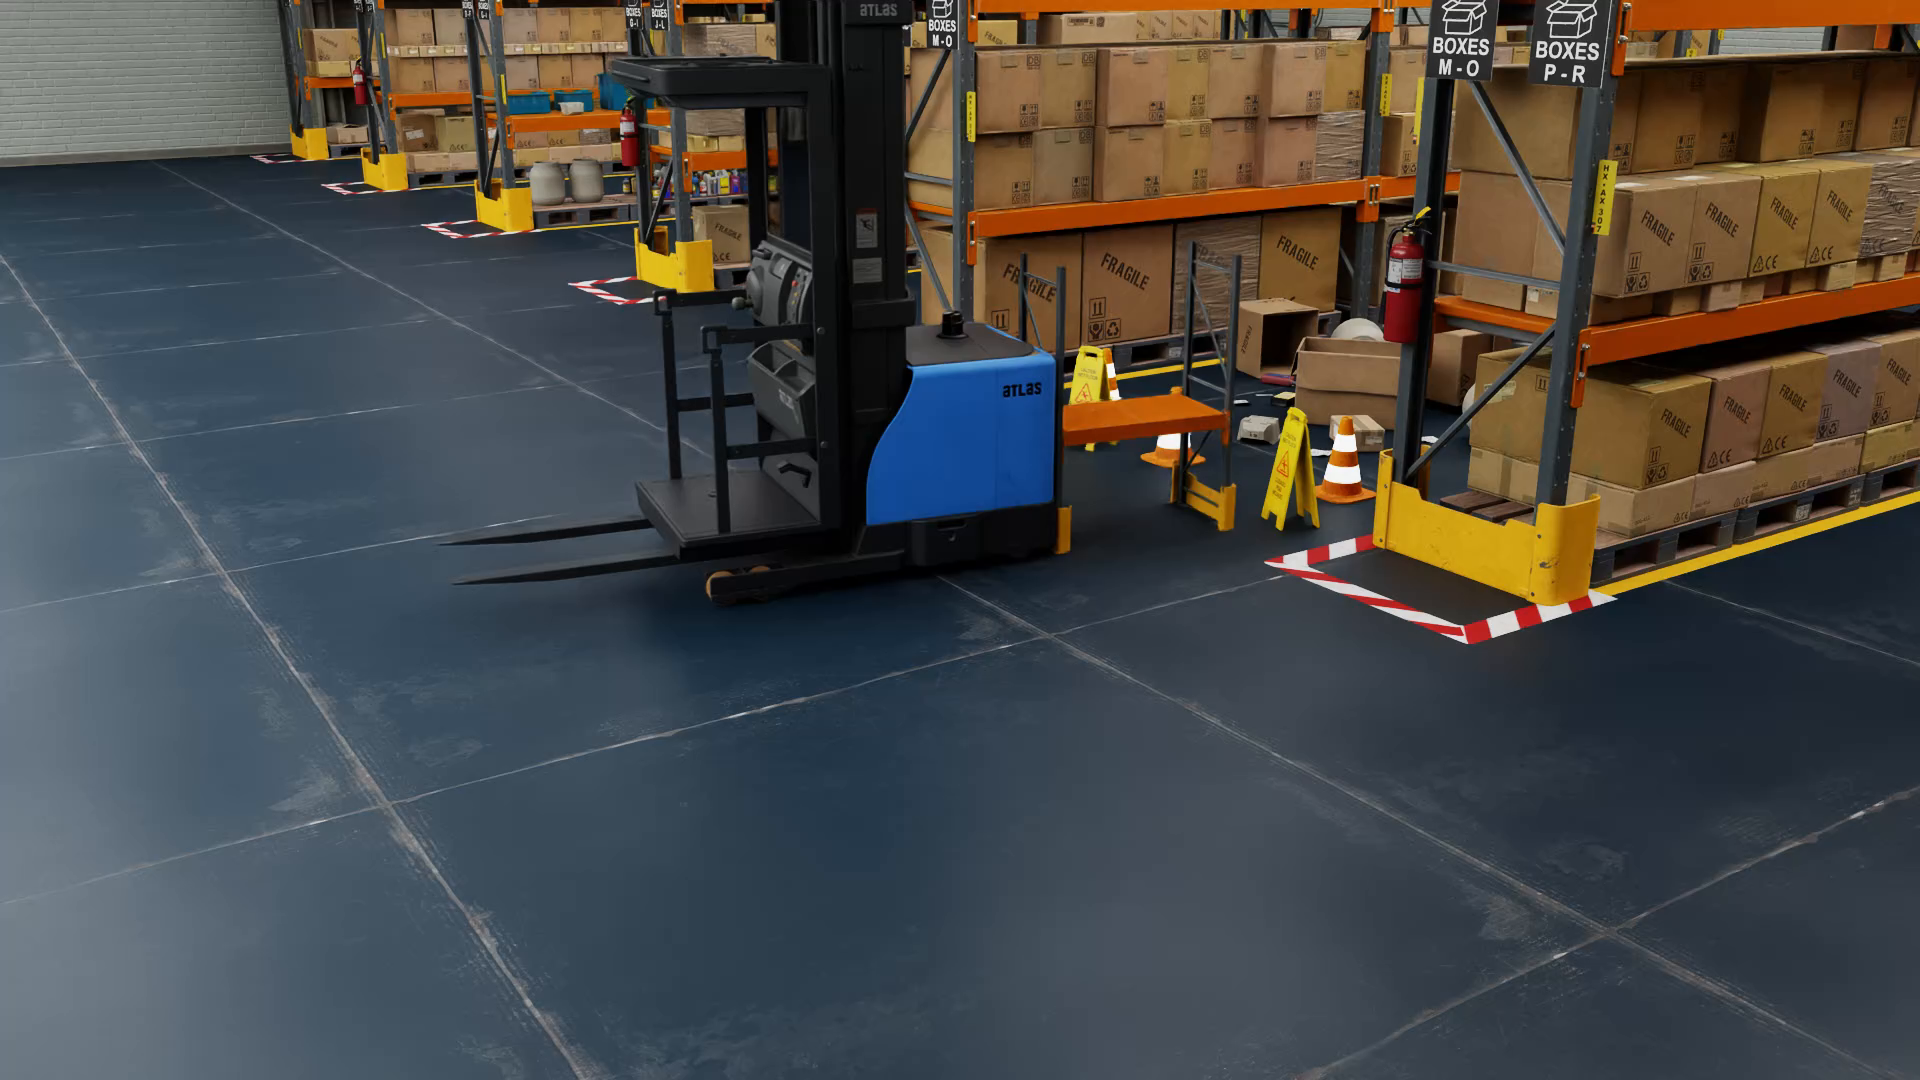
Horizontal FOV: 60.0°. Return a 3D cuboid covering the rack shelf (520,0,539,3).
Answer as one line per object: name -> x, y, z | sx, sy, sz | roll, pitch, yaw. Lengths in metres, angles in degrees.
rack shelf -> -6.031, -10.030, 30.368 | 4.000, 0.370, 1.077 | -12, 22, -31

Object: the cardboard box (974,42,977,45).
cardboard box -> -0.170, -5.044, 16.996 | 0.500, 0.500, 0.500 | -12, 22, -31

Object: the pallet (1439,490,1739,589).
pallet -> 3.343, -0.094, 8.891 | 1.213, 0.211, 1.003 | -12, 22, -31

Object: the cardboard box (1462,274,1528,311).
cardboard box -> 2.776, -1.272, 8.414 | 0.250, 0.149, 0.380 | -11, 22, -30

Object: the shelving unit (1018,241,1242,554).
shelving unit -> 0.898, -0.788, 8.933 | 1.083, 1.500, 0.587 | -8, 20, -21

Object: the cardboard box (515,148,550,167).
cardboard box -> -6.490, -5.764, 24.946 | 0.500, 0.250, 0.500 | -12, 22, -31

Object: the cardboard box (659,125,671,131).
cardboard box -> -4.491, -6.442, 26.075 | 0.500, 0.311, 0.500 | -12, 22, -31

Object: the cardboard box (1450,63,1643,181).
cardboard box -> 2.888, -2.078, 8.224 | 0.500, 0.500, 0.700 | -13, 22, -33

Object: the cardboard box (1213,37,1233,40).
cardboard box -> 4.824, -9.283, 31.561 | 0.500, 0.500, 0.500 | -11, 22, -30

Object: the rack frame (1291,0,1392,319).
rack frame -> 3.115, -3.278, 13.957 | 0.127, 3.000, 1.000 | -12, 22, -31

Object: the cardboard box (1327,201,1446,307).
cardboard box -> 3.584, -2.545, 14.645 | 0.750, 0.750, 1.050 | -12, 22, -32

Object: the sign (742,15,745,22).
sign -> -4.054, -9.670, 31.178 | 0.005, 0.325, 0.100 | -12, 22, -31

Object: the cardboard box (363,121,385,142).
cardboard box -> -9.938, -7.026, 28.553 | 0.500, 0.311, 0.500 | -10, 21, -27

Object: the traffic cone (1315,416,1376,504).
traffic cone -> 2.231, -0.487, 9.660 | 0.334, 0.463, 0.336 | -12, 22, -31

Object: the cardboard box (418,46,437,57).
cardboard box -> -7.649, -6.982, 23.743 | 0.250, 0.149, 0.380 | -13, 22, -33

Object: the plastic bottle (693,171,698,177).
plastic bottle -> -3.473, -4.787, 21.974 | 0.133, 0.283, 0.061 | -11, 21, -29

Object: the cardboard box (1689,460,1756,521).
cardboard box -> 3.838, -0.320, 8.844 | 0.500, 0.250, 0.500 | -11, 22, -29

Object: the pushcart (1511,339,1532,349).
pushcart -> 4.626, -1.331, 12.291 | 1.648, 0.377, 0.936 | 13, 23, 34

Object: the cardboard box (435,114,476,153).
cardboard box -> -7.327, -5.944, 24.308 | 0.500, 0.500, 0.500 | -12, 22, -31

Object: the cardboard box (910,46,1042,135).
cardboard box -> 0.106, -3.212, 11.839 | 0.550, 0.550, 0.875 | -12, 22, -31

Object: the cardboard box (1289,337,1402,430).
cardboard box -> 2.656, -1.072, 11.327 | 0.797, 0.503, 0.637 | 5, 19, 16

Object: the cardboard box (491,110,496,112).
cardboard box -> -6.784, -6.262, 25.249 | 0.500, 0.500, 0.500 | -12, 22, -31

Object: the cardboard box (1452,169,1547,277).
cardboard box -> 2.883, -1.625, 8.446 | 0.500, 0.500, 0.500 | -12, 22, -32

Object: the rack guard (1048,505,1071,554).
rack guard -> 0.438, -0.135, 8.952 | 0.087, 0.250, 0.587 | -8, 20, -21

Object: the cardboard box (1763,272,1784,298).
cardboard box -> 4.071, -1.376, 8.722 | 0.250, 0.149, 0.380 | -11, 22, -30

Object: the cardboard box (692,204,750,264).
cardboard box -> -2.338, -3.039, 16.495 | 0.500, 0.500, 0.500 | -8, 20, -21

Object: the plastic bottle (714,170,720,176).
plastic bottle -> -3.209, -4.775, 21.956 | 0.097, 0.271, 0.097 | 0, 19, 0

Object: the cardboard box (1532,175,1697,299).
cardboard box -> 3.129, -1.465, 7.973 | 0.500, 0.500, 0.500 | -12, 22, -32

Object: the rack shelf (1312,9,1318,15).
rack shelf -> 5.483, -6.760, 20.695 | 4.000, 0.370, 1.077 | -12, 22, -31

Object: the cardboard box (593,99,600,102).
cardboard box -> -6.729, -8.190, 30.530 | 0.500, 0.250, 0.500 | -12, 22, -33

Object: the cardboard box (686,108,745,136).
cardboard box -> -2.395, -4.196, 16.051 | 0.500, 0.500, 0.875 | -12, 22, -31

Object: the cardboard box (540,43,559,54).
cardboard box -> -6.144, -7.300, 24.682 | 0.250, 0.149, 0.380 | -11, 22, -30

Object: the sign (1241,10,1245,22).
sign -> 5.337, -9.933, 31.340 | 0.005, 0.325, 0.100 | -12, 22, -31

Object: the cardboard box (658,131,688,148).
cardboard box -> -2.744, -3.905, 16.202 | 0.250, 0.149, 0.380 | -12, 22, -31

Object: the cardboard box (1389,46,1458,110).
cardboard box -> 3.955, -3.980, 14.314 | 0.500, 0.500, 0.700 | -12, 22, -32

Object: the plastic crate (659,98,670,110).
plastic crate -> -3.469, -5.469, 20.848 | 0.437, 0.136, 0.530 | -12, 22, -31

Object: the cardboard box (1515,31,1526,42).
cardboard box -> 7.694, -6.473, 22.006 | 0.500, 0.500, 0.500 | -12, 22, -31

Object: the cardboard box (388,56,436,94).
cardboard box -> -7.917, -6.695, 23.907 | 0.500, 0.500, 0.700 | -12, 22, -31

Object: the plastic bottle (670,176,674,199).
plastic bottle -> -3.621, -4.456, 21.012 | 0.097, 0.271, 0.097 | 0, 19, 0

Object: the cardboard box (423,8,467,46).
cardboard box -> -7.437, -7.413, 24.005 | 0.500, 0.500, 0.700 | -13, 22, -33

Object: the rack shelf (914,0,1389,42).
rack shelf -> 1.445, -4.006, 12.550 | 4.000, 0.370, 1.077 | -12, 22, -31

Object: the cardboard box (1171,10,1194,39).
cardboard box -> 3.976, -9.574, 30.862 | 0.500, 0.500, 0.500 | -11, 22, -30

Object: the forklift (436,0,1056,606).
forklift -> -1.070, -1.262, 8.099 | 3.031, 2.935, 1.130 | -8, 20, -21

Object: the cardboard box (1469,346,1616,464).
cardboard box -> 3.107, -0.730, 8.886 | 0.500, 0.500, 0.500 | -12, 22, -31

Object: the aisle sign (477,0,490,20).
aisle sign -> -5.492, -6.384, 19.083 | 0.004, 0.787, 0.394 | -12, 22, -31

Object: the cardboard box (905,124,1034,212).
cardboard box -> 0.060, -2.722, 12.078 | 0.550, 0.550, 0.875 | -12, 22, -31

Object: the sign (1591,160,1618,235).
sign -> 2.880, -1.533, 7.441 | 0.005, 0.325, 0.100 | -12, 22, -31

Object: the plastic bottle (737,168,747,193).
plastic bottle -> -2.792, -4.677, 21.543 | 0.185, 0.351, 0.144 | -13, 23, -34

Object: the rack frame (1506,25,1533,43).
rack frame -> 7.153, -6.032, 22.102 | 0.127, 3.000, 1.000 | -12, 22, -31

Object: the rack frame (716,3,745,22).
rack frame -> -4.360, -9.302, 31.775 | 0.127, 3.000, 1.000 | -12, 22, -31

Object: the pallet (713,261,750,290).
pallet -> -2.108, -2.744, 16.731 | 1.213, 0.211, 1.003 | -12, 22, -31

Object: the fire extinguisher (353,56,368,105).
fire extinguisher -> -8.668, -6.636, 24.008 | 0.183, 0.674, 0.296 | -12, 22, -31

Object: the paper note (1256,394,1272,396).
paper note -> 2.203, -1.049, 12.029 | 0.123, 0.001, 0.032 | -1, 19, -3
